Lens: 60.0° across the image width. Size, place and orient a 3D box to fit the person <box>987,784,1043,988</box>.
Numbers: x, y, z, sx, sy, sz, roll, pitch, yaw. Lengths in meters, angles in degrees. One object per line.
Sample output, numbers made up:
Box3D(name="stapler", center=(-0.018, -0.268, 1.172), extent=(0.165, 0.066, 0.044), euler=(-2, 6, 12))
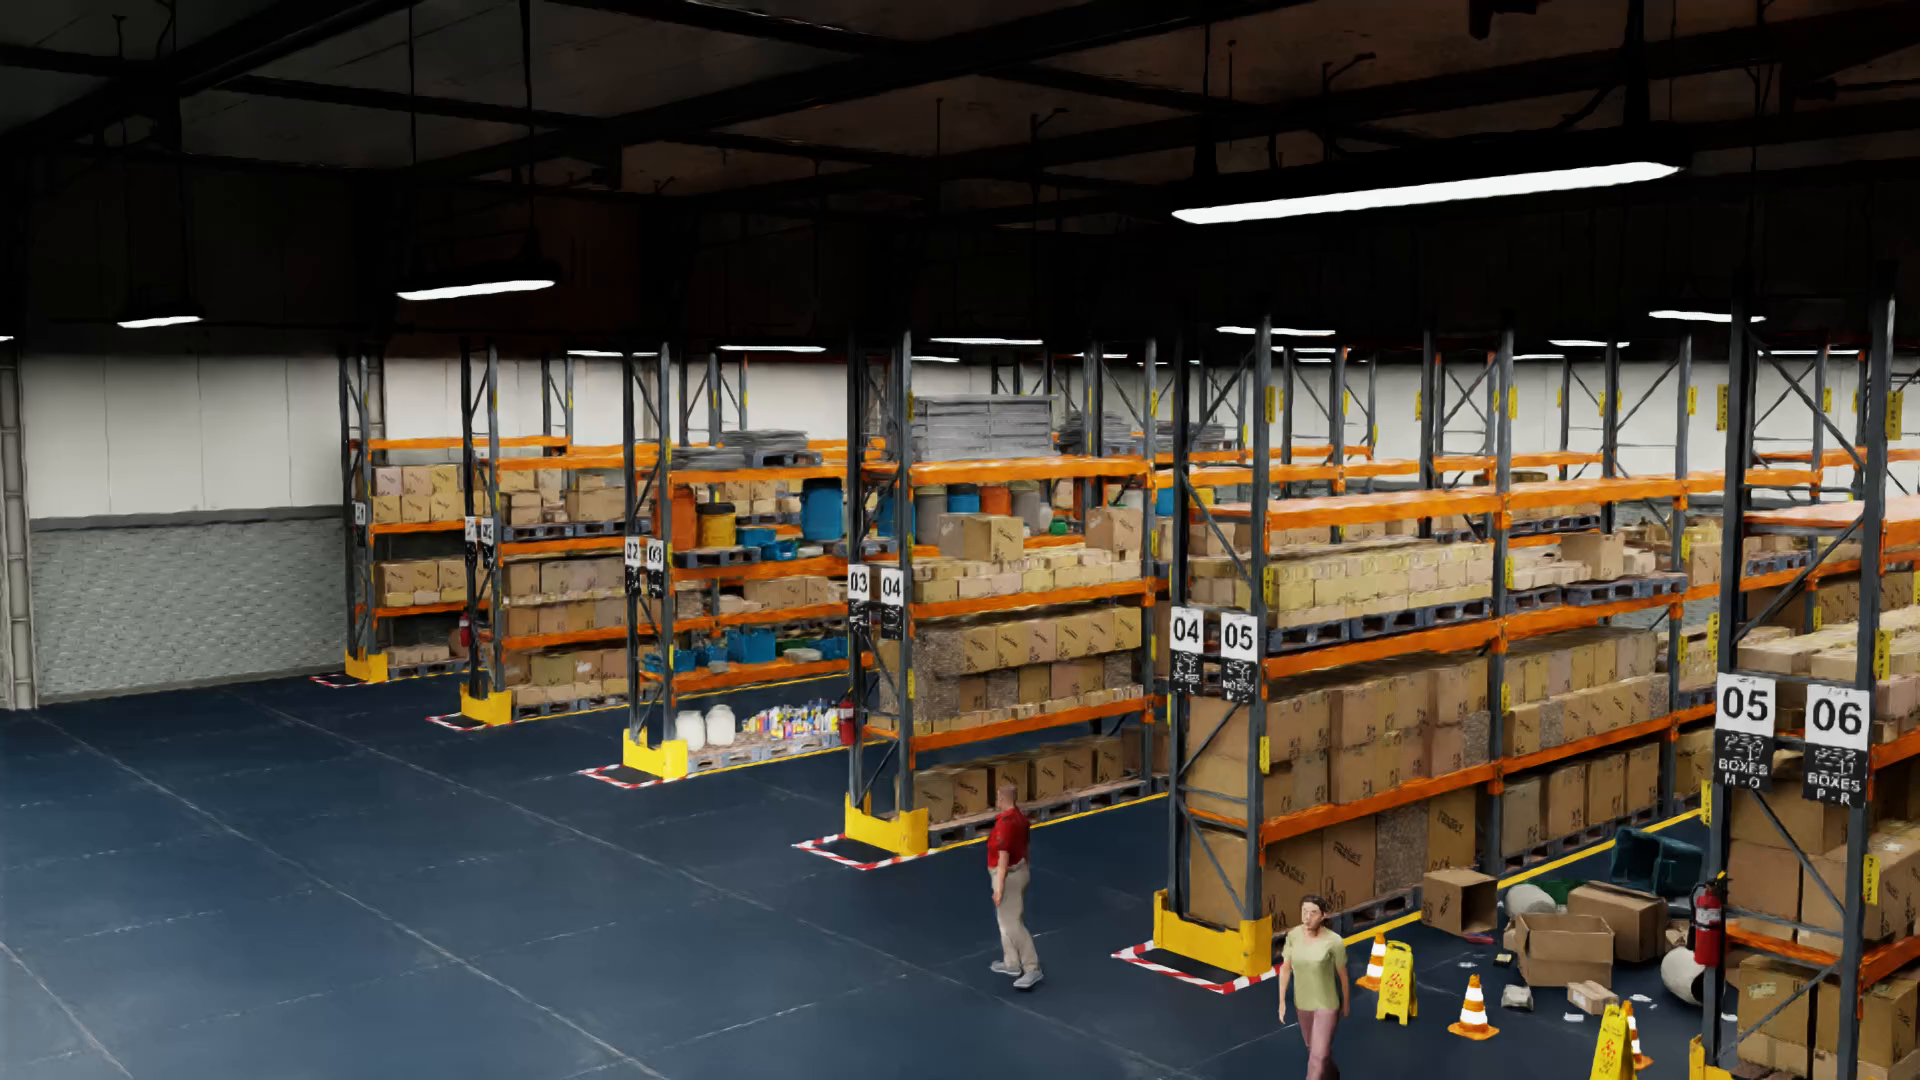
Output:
Box3D(name="person", center=(0.469, 3.008, 14.624), extent=(0.515, 1.716, 0.653), euler=(2, 5, 21))

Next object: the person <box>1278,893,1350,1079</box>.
Box3D(name="person", center=(2.495, 3.294, 11.815), extent=(0.445, 1.605, 1.017), euler=(4, 7, 39))
